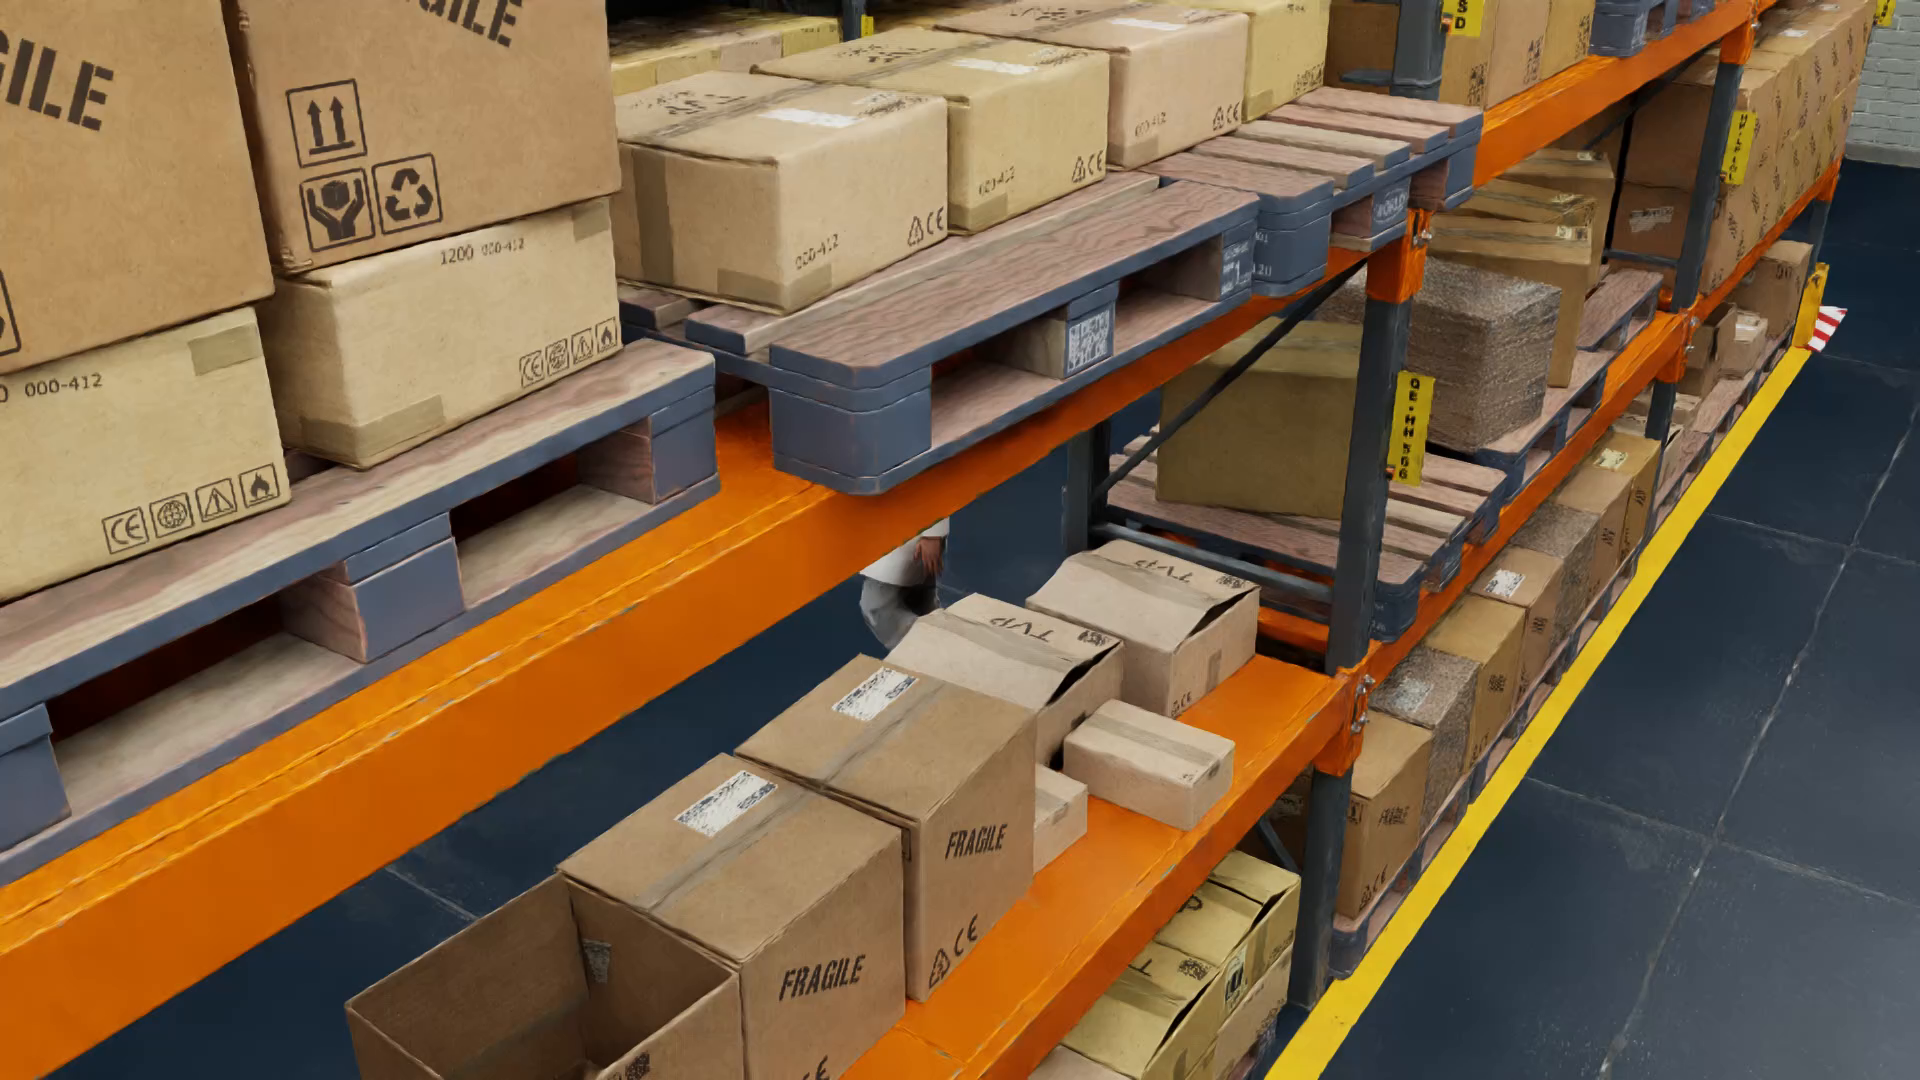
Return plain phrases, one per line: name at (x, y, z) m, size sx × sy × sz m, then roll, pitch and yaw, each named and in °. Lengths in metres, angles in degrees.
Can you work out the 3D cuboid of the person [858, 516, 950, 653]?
person at (-0.202, -0.097, 6.800) m, size 0.505 × 1.774 × 0.704 m, roll -3°, pitch 27°, yaw -6°
